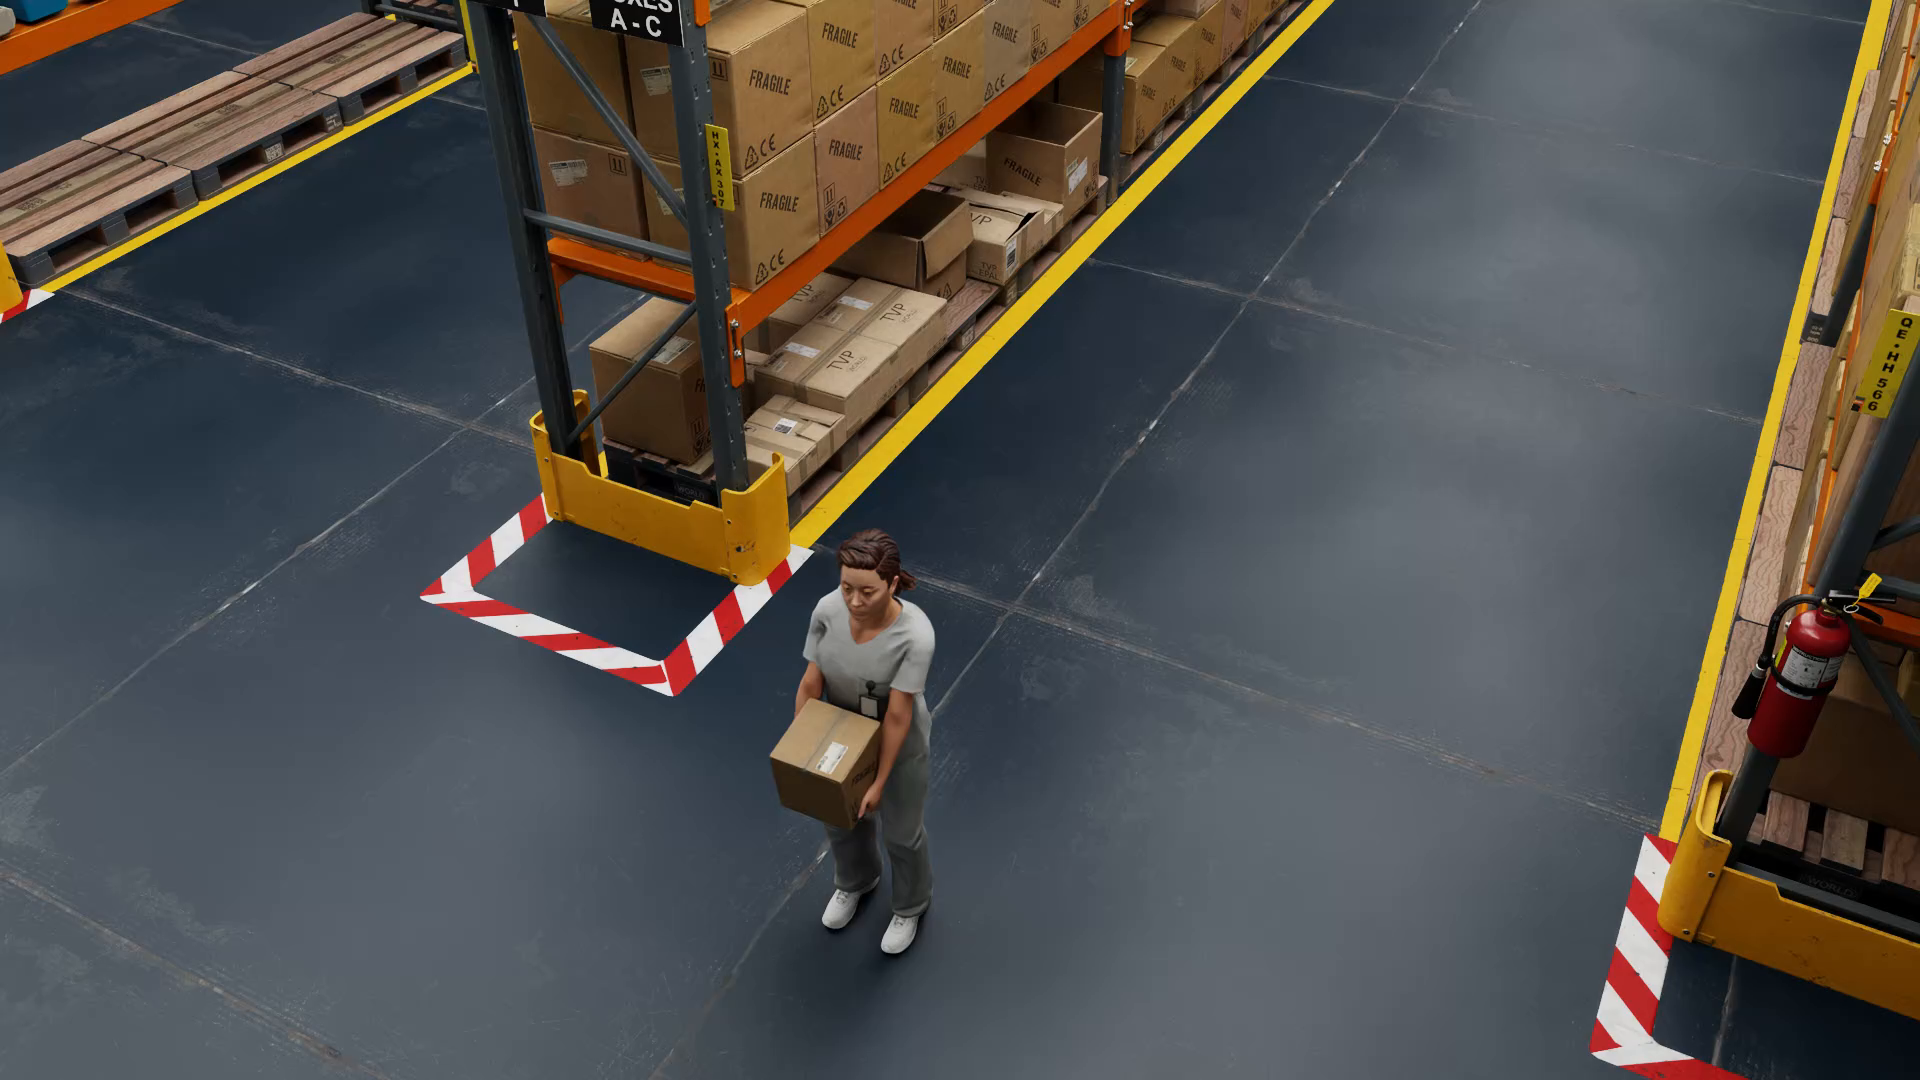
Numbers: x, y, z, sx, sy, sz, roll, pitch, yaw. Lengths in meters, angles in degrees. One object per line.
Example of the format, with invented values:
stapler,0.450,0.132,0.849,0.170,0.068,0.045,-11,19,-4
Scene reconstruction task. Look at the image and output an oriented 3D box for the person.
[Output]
person,-0.306,0.694,5.280,0.411,1.668,0.500,17,41,21
